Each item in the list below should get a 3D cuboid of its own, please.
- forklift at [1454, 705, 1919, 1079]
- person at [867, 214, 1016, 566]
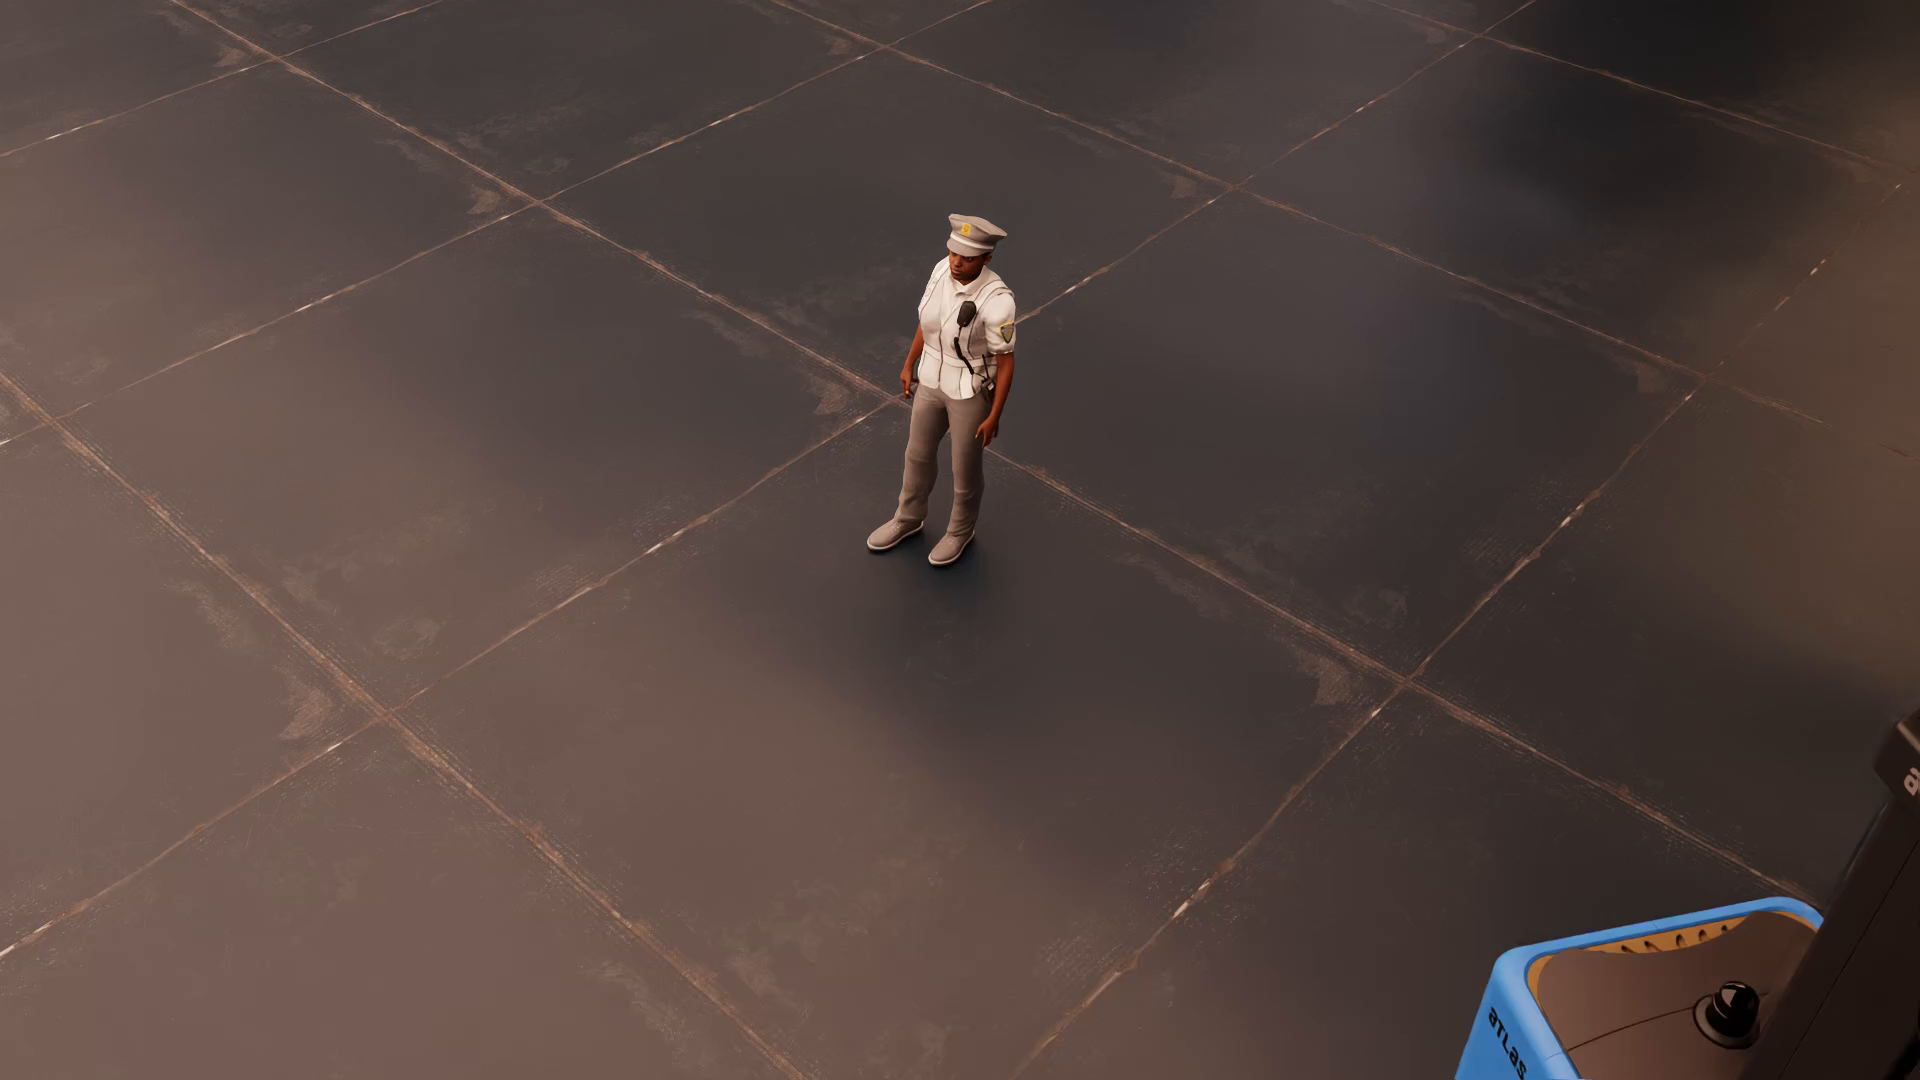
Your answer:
[{"bbox_3d":[2.303,1.732,3.409,1.130,2.935,3.031,-8,41,-10],"label":"forklift"},{"bbox_3d":[-0.065,-0.621,7.091,0.569,1.694,0.530,31,49,31],"label":"person"}]
